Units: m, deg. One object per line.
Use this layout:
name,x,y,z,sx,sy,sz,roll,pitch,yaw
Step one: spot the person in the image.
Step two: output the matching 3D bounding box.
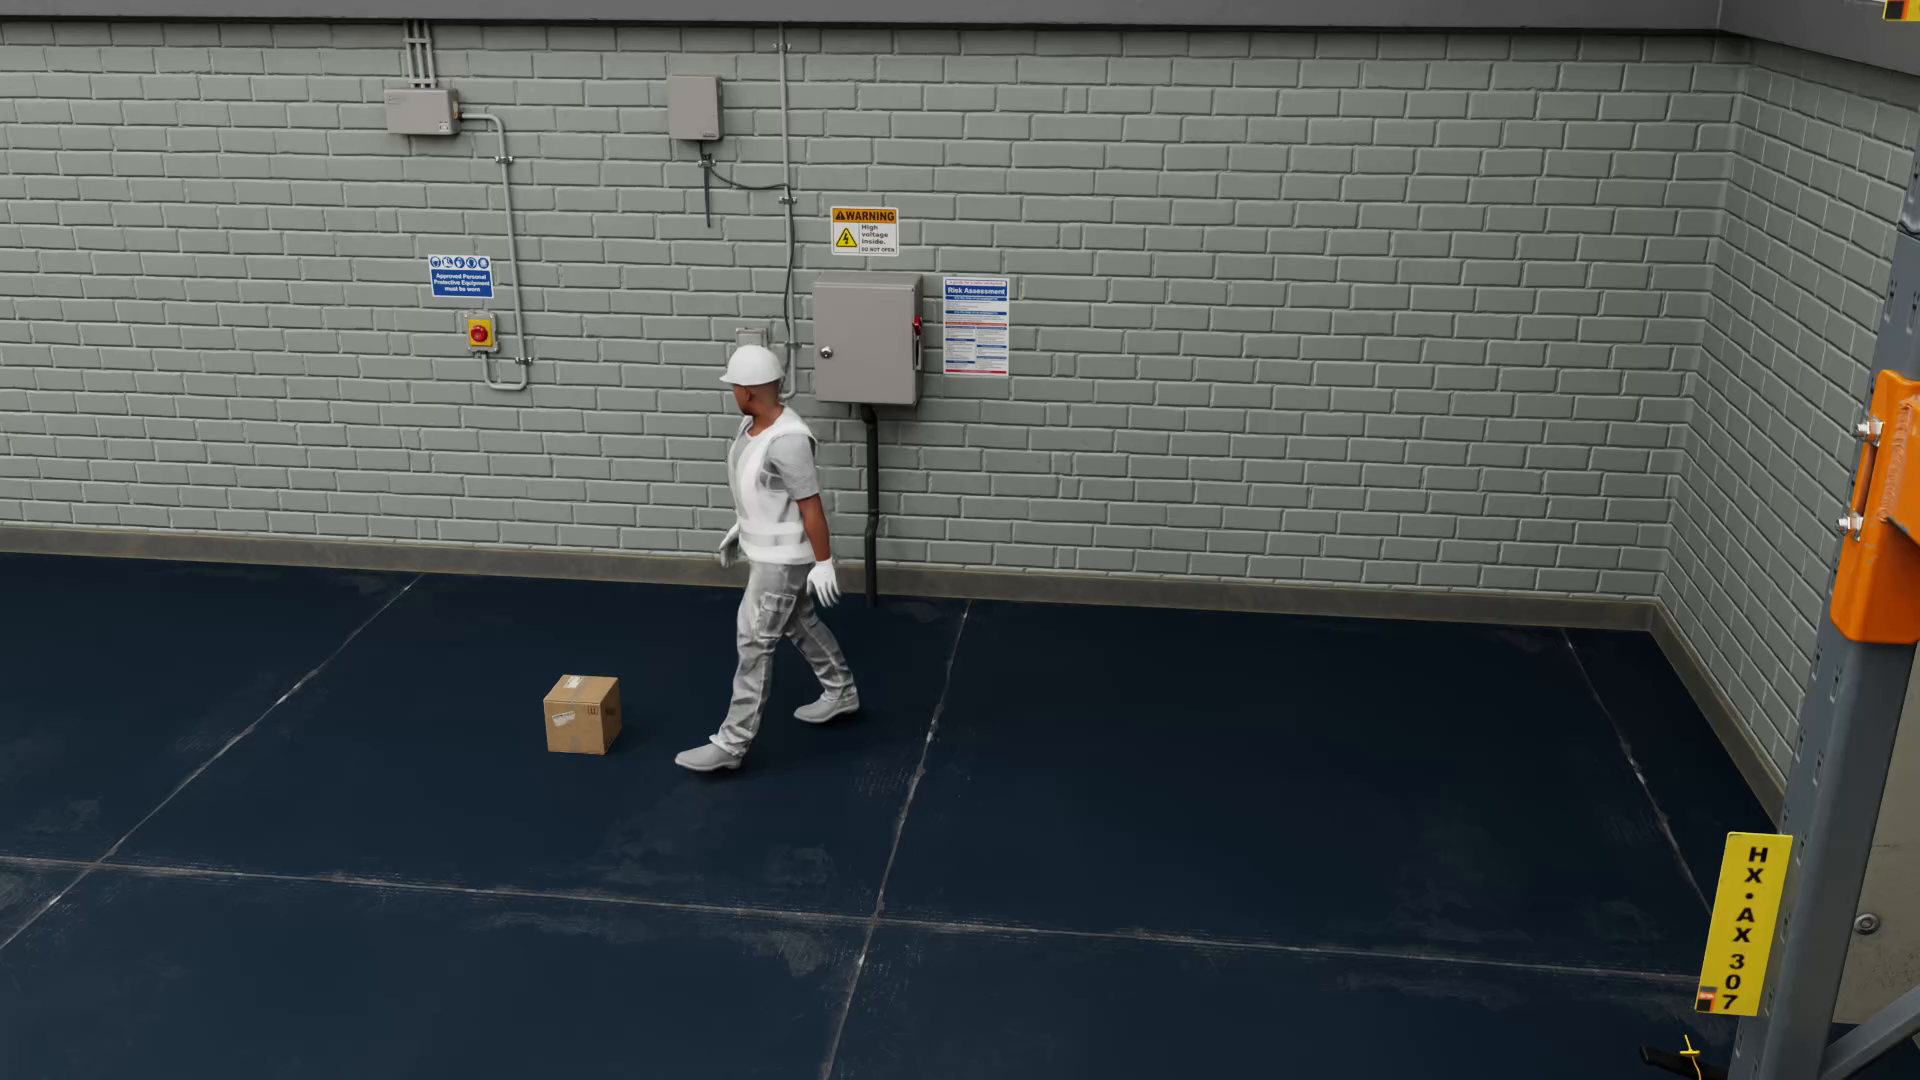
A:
person,-0.831,0.049,6.901,0.892,1.750,0.586,-7,22,-18
